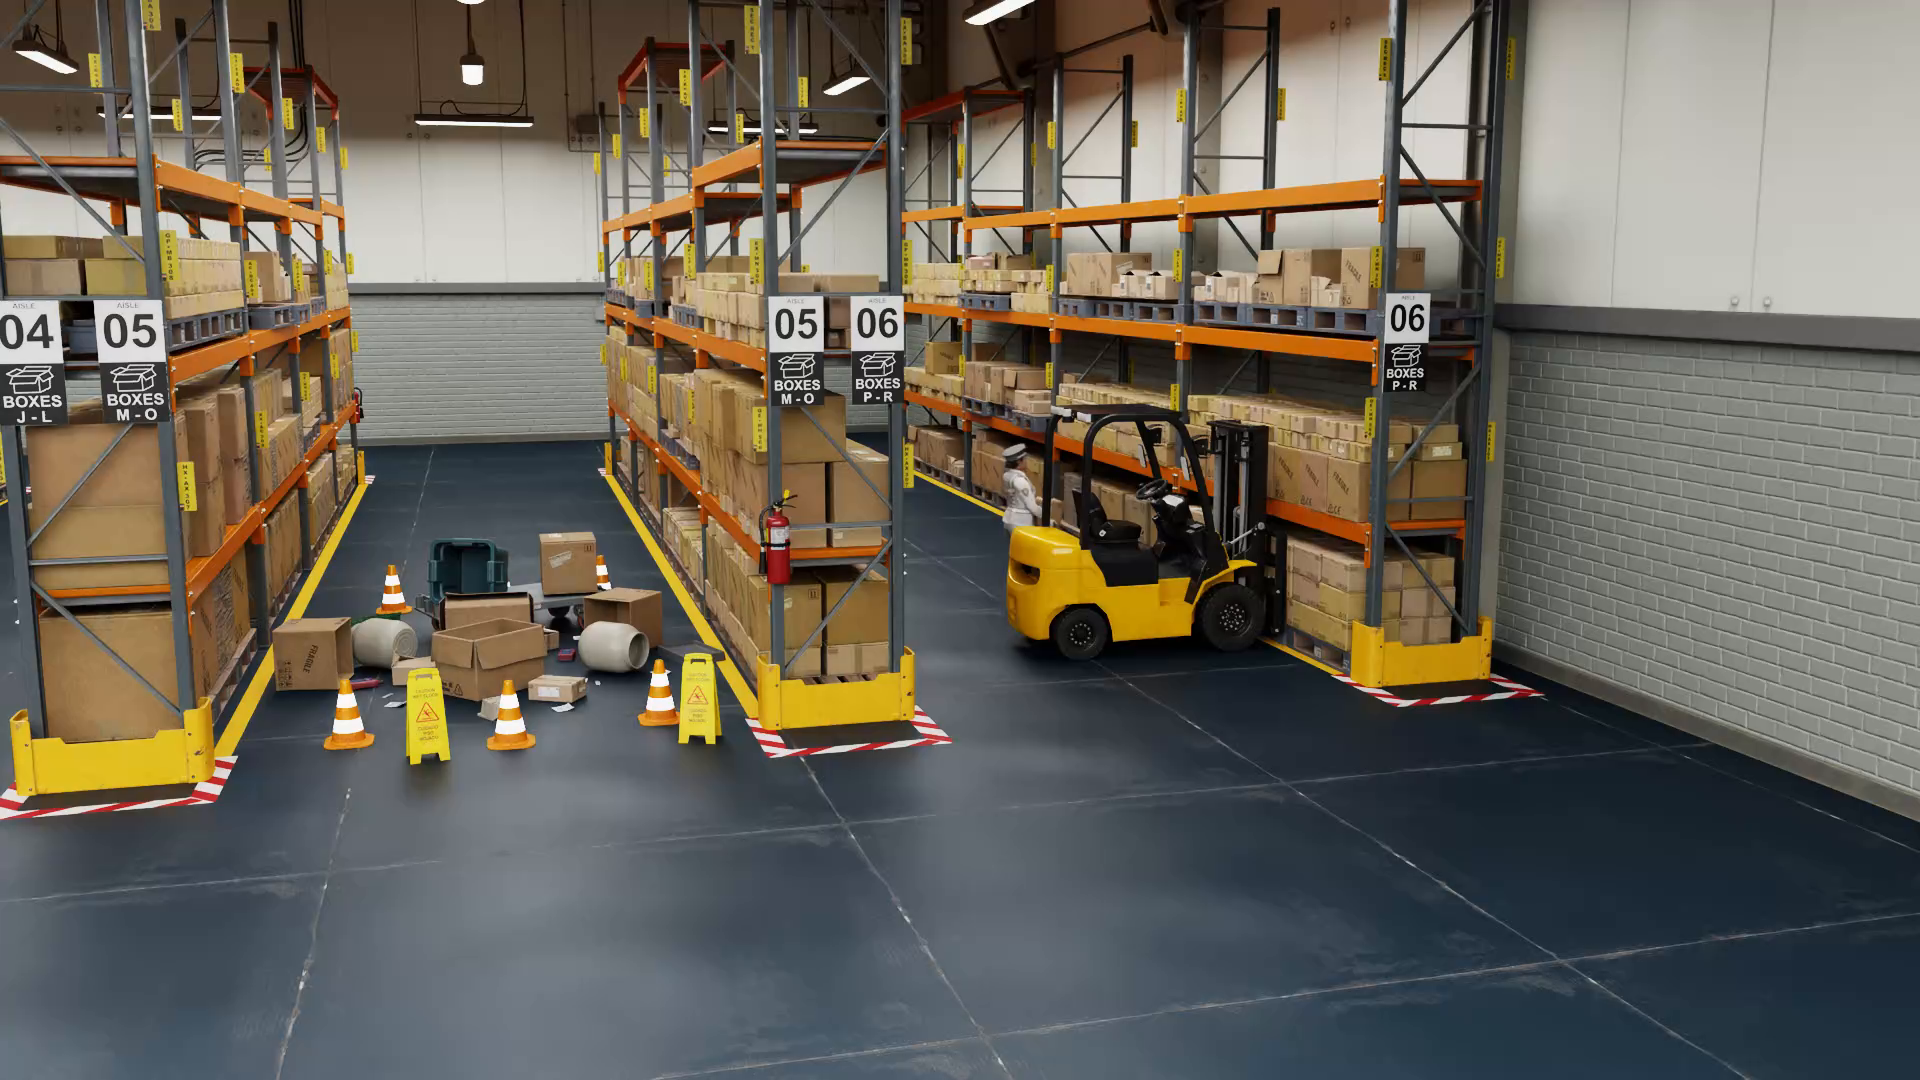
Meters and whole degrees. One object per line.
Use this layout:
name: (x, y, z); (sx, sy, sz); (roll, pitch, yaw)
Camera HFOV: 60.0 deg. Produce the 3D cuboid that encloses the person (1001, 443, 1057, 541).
person: (0.672, -0.119, 16.535); (0.532, 1.690, 0.459); (-3, 10, -16)
